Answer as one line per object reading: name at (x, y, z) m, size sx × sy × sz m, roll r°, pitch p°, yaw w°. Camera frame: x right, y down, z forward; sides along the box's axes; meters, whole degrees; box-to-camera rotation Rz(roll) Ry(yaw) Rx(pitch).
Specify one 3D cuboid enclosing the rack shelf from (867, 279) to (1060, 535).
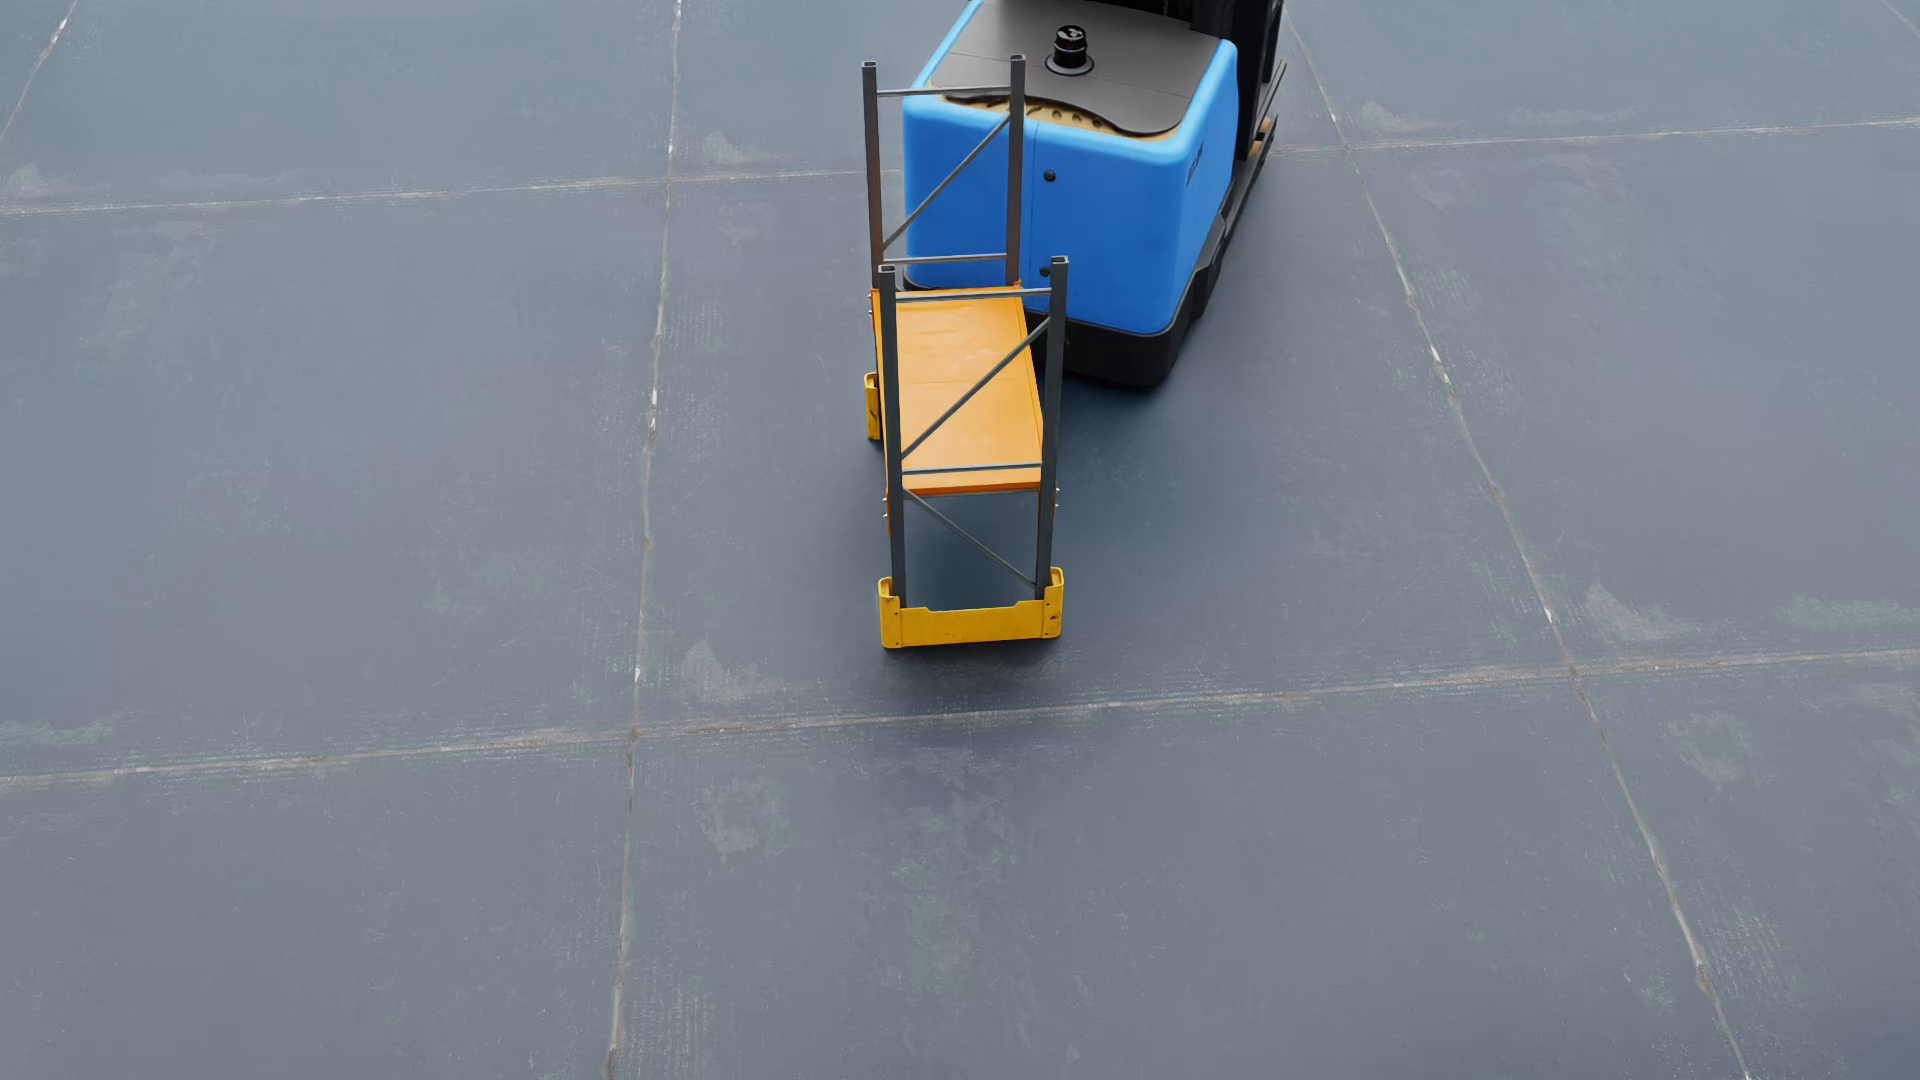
rack shelf at (-0.007, -0.454, 5.395) m, size 0.538 × 0.185 × 1.000 m, roll -3°, pitch 47°, yaw -3°

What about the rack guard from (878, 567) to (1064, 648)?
rack guard at (0.035, 0.219, 5.370) m, size 0.587 × 0.250 × 0.087 m, roll -3°, pitch 47°, yaw -3°

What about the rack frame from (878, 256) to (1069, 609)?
rack frame at (0.035, -0.210, 4.916) m, size 0.500 × 1.500 × 0.032 m, roll -3°, pitch 47°, yaw -3°

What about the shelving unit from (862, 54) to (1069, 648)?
shelving unit at (-0.006, -0.571, 5.258) m, size 0.587 × 1.500 × 1.083 m, roll -3°, pitch 47°, yaw -3°

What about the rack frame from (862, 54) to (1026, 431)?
rack frame at (-0.050, -0.945, 5.612) m, size 0.500 × 1.500 × 0.032 m, roll -3°, pitch 47°, yaw -3°

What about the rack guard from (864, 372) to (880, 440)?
rack guard at (-0.048, -0.501, 6.053) m, size 0.587 × 0.250 × 0.087 m, roll -3°, pitch 47°, yaw -3°

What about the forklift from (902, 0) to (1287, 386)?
forklift at (0.759, -2.672, 6.262) m, size 1.130 × 2.935 × 3.031 m, roll 15°, pitch 48°, yaw 13°
